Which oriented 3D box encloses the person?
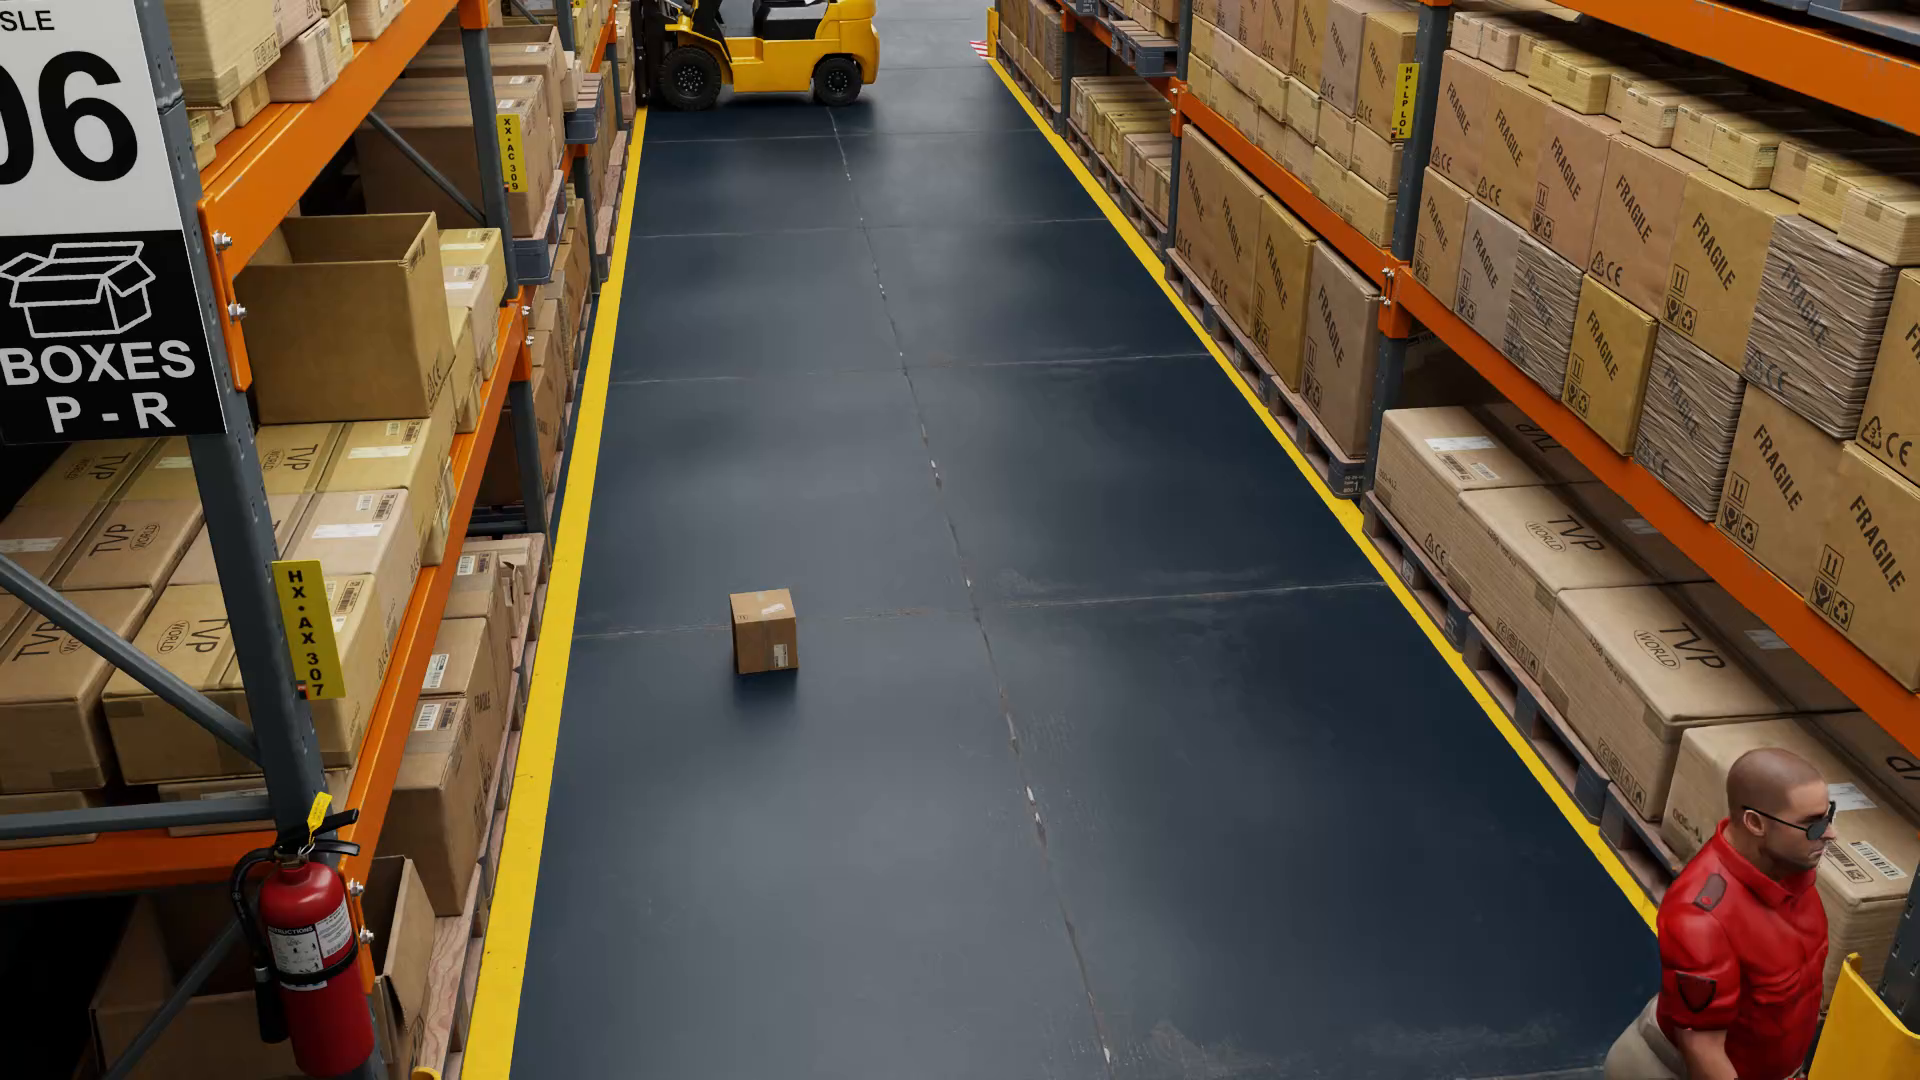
[{"bbox_3d":[1.745,1.238,3.683,0.546,1.694,0.945,-22,34,-36],"label":"person"}]
